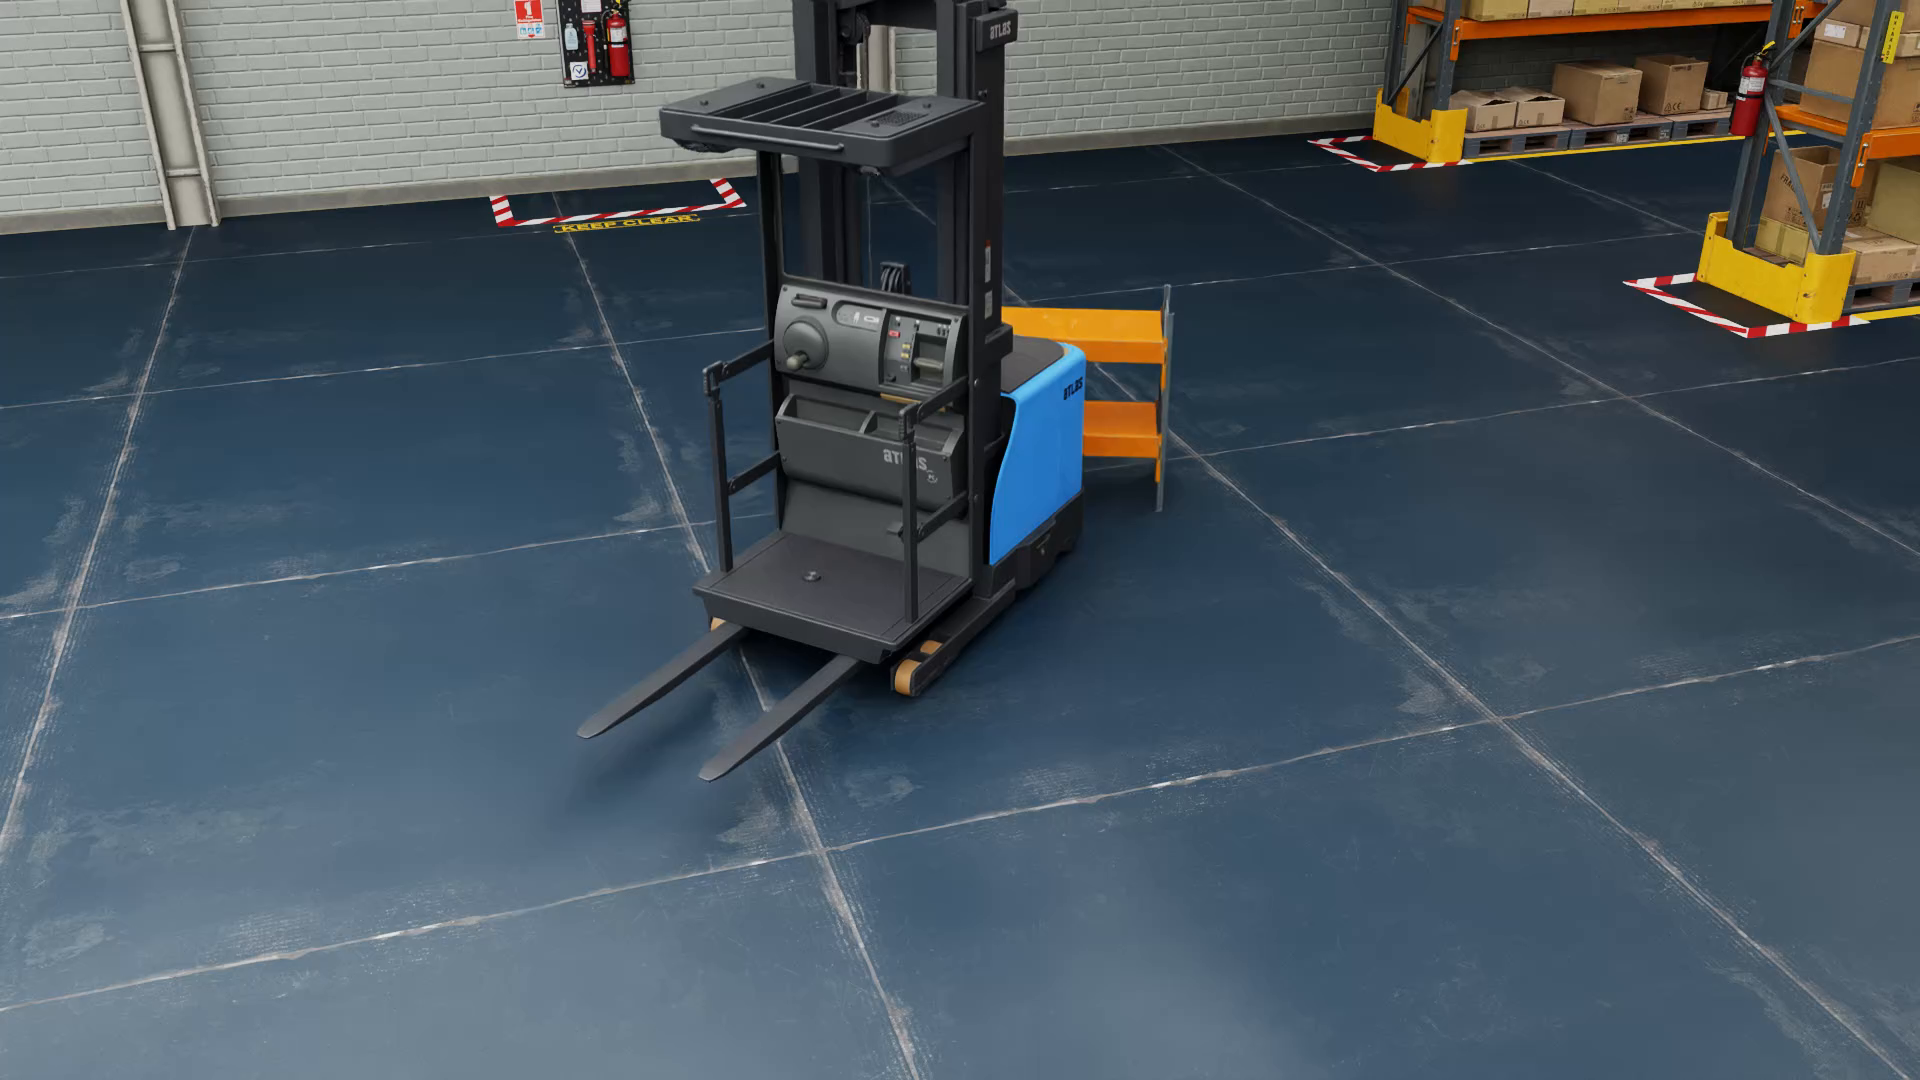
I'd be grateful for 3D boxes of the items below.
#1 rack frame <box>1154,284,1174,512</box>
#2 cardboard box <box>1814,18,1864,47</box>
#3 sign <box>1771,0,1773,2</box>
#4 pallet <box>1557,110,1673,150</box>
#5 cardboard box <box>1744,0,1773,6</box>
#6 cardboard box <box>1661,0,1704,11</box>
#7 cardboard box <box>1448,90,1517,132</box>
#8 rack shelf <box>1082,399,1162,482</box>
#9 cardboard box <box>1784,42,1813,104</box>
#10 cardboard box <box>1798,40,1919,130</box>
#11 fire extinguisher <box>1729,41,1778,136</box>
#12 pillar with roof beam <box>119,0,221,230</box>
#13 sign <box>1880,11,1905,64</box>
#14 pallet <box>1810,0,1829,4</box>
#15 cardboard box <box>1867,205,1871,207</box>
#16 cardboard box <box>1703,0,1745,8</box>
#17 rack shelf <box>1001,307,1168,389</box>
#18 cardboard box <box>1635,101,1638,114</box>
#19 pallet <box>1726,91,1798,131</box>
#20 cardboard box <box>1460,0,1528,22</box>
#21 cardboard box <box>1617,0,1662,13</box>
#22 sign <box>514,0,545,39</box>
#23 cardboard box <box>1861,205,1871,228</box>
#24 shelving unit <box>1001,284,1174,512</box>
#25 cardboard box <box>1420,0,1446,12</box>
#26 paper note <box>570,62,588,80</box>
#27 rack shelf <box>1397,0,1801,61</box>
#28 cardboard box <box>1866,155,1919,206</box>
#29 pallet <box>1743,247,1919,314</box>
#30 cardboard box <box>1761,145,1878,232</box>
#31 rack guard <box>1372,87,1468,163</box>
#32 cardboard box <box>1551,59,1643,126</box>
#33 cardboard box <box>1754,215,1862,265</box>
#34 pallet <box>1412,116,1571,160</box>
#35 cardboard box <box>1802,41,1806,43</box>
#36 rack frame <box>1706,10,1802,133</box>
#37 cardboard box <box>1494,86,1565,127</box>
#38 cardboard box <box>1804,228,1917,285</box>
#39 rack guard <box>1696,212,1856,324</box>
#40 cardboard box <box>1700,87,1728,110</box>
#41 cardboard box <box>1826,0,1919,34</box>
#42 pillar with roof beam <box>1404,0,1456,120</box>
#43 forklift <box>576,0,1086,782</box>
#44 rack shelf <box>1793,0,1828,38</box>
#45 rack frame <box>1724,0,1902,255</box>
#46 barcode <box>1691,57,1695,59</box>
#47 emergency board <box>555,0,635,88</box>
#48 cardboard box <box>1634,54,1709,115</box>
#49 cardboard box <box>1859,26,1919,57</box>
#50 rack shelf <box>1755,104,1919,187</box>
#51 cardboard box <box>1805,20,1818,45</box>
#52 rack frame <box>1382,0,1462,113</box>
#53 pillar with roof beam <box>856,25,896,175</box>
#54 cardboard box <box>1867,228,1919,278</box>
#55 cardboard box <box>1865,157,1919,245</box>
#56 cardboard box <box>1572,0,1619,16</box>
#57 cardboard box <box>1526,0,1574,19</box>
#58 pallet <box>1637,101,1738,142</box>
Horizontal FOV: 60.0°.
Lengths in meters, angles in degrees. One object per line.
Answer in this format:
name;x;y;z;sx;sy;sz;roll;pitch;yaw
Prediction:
rack frame;1.104;-0.769;9.034;0.032;1.125;0.500;2;26;4
cardboard box;6.322;-3.615;11.816;0.250;0.149;0.380;-9;28;-17
sign;5.863;-4.002;11.870;0.005;0.325;0.100;-8;28;-16
pallet;6.494;-4.265;17.104;1.213;0.211;1.003;-8;28;-16
cardboard box;7.927;-5.540;16.681;0.500;0.250;0.500;-8;28;-16
cardboard box;6.978;-5.399;16.397;0.500;0.250;0.500;-8;28;-16
cardboard box;5.166;-4.290;16.548;0.500;0.311;0.500;-12;29;-22
rack shelf;0.597;-0.568;9.178;1.000;0.278;0.538;2;26;4
cardboard box;8.979;-4.977;17.718;0.500;0.500;0.700;-7;27;-14
cardboard box;6.466;-3.250;11.811;0.500;0.500;0.700;-8;28;-16
fire extinguisher;5.762;-3.292;12.095;0.183;0.674;0.296;-8;28;-16
pillar with roof beam;-5.199;-4.917;8.534;0.400;9.000;9.100;-8;28;-16
sign;6.184;-3.334;11.030;0.005;0.325;0.100;-8;28;-16
pallet;9.056;-5.749;17.173;1.213;0.211;1.003;-8;28;-16
cardboard box;7.383;-2.445;12.922;0.500;0.250;0.500;-8;28;-16
cardboard box;7.451;-5.474;16.550;0.500;0.250;0.500;-8;28;-16
rack shelf;0.597;-1.049;8.939;1.000;0.278;0.538;2;26;4
cardboard box;6.757;-4.500;17.151;0.250;0.149;0.380;-11;28;-20
pallet;9.024;-4.650;17.879;1.213;0.211;1.003;-8;28;-16
cardboard box;5.043;-5.115;15.826;0.500;0.250;0.500;-9;28;-18
cardboard box;6.500;-5.329;16.257;0.500;0.250;0.500;-8;28;-16
sign;-3.746;-4.536;14.473;0.234;0.329;0.001;-8;28;-16
cardboard box;6.908;-2.376;12.782;0.500;0.250;0.500;-8;28;-16
shelving unit;0.597;-0.787;9.069;1.048;1.125;0.538;2;26;4
cardboard box;4.865;-5.329;16.256;0.500;0.250;0.500;-8;27;-15
paper note;-3.378;-4.162;14.752;0.142;0.148;0.016;-8;28;-16
rack shelf;6.382;-5.194;16.647;4.000;0.370;1.077;-8;28;-16
cardboard box;7.382;-2.782;12.758;0.500;0.500;0.500;-8;28;-16
pallet;6.732;-2.021;12.582;1.213;0.211;1.003;-8;28;-16
cardboard box;6.436;-2.639;12.468;0.500;0.500;0.500;-8;28;-16
rack guard;4.553;-4.131;16.509;0.348;0.500;1.175;-8;28;-16
cardboard box;6.421;-4.533;16.825;0.500;0.500;0.700;-10;28;-19
cardboard box;6.437;-2.302;12.633;0.500;0.250;0.500;-8;28;-16
pallet;5.336;-4.099;16.769;1.213;0.211;1.003;-8;28;-16
cardboard box;9.454;-5.069;17.904;0.500;0.500;0.700;-9;28;-17
rack frame;8.284;-5.791;17.042;0.127;3.000;1.000;-8;28;-16
cardboard box;5.708;-4.369;16.706;0.500;0.311;0.500;-6;27;-12
cardboard box;6.597;-2.083;12.192;0.500;0.250;0.500;-8;28;-16
rack guard;5.995;-2.024;12.264;0.348;0.500;1.175;-8;28;-16
cardboard box;7.784;-4.633;17.400;0.250;0.166;0.380;-12;29;-23
cardboard box;6.516;-3.838;11.537;0.500;0.500;0.700;-8;28;-16
pillar with roof beam;6.211;-6.569;11.863;0.400;9.000;9.100;-8;28;-16
forklift;-0.515;-0.848;7.162;1.130;2.935;3.031;14;30;26
rack shelf;10.186;-5.744;17.757;4.000;0.370;1.077;-8;28;-16
rack frame;6.018;-3.146;11.715;0.127;3.000;1.000;-8;28;-16
barcode;7.696;-5.039;17.483;0.075;0.075;0.001;-8;28;-16
emergency board;-3.188;-4.552;14.546;0.643;1.169;0.194;-8;28;-16
cardboard box;7.309;-4.709;17.178;0.500;0.500;0.500;-10;28;-20
cardboard box;6.458;-3.445;11.474;0.250;0.149;0.380;-8;28;-16
rack shelf;7.920;-3.100;12.429;4.000;0.370;1.077;-8;28;-16
cardboard box;9.396;-5.375;17.677;0.500;0.250;0.500;-9;28;-17
rack frame;4.481;-5.240;15.932;0.127;3.000;1.000;-8;28;-16
pillar with roof beam;0.506;-5.743;10.199;0.400;9.000;9.100;-8;28;-16
cardboard box;7.071;-2.153;12.334;0.500;0.250;0.500;-8;28;-16
cardboard box;7.072;-2.488;12.165;0.500;0.500;0.500;-8;28;-16
cardboard box;6.018;-5.260;16.119;0.500;0.250;0.500;-9;28;-17
cardboard box;5.532;-5.193;15.982;0.500;0.250;0.500;-9;28;-18
pallet;7.656;-4.435;17.446;1.213;0.211;1.003;-8;28;-16
